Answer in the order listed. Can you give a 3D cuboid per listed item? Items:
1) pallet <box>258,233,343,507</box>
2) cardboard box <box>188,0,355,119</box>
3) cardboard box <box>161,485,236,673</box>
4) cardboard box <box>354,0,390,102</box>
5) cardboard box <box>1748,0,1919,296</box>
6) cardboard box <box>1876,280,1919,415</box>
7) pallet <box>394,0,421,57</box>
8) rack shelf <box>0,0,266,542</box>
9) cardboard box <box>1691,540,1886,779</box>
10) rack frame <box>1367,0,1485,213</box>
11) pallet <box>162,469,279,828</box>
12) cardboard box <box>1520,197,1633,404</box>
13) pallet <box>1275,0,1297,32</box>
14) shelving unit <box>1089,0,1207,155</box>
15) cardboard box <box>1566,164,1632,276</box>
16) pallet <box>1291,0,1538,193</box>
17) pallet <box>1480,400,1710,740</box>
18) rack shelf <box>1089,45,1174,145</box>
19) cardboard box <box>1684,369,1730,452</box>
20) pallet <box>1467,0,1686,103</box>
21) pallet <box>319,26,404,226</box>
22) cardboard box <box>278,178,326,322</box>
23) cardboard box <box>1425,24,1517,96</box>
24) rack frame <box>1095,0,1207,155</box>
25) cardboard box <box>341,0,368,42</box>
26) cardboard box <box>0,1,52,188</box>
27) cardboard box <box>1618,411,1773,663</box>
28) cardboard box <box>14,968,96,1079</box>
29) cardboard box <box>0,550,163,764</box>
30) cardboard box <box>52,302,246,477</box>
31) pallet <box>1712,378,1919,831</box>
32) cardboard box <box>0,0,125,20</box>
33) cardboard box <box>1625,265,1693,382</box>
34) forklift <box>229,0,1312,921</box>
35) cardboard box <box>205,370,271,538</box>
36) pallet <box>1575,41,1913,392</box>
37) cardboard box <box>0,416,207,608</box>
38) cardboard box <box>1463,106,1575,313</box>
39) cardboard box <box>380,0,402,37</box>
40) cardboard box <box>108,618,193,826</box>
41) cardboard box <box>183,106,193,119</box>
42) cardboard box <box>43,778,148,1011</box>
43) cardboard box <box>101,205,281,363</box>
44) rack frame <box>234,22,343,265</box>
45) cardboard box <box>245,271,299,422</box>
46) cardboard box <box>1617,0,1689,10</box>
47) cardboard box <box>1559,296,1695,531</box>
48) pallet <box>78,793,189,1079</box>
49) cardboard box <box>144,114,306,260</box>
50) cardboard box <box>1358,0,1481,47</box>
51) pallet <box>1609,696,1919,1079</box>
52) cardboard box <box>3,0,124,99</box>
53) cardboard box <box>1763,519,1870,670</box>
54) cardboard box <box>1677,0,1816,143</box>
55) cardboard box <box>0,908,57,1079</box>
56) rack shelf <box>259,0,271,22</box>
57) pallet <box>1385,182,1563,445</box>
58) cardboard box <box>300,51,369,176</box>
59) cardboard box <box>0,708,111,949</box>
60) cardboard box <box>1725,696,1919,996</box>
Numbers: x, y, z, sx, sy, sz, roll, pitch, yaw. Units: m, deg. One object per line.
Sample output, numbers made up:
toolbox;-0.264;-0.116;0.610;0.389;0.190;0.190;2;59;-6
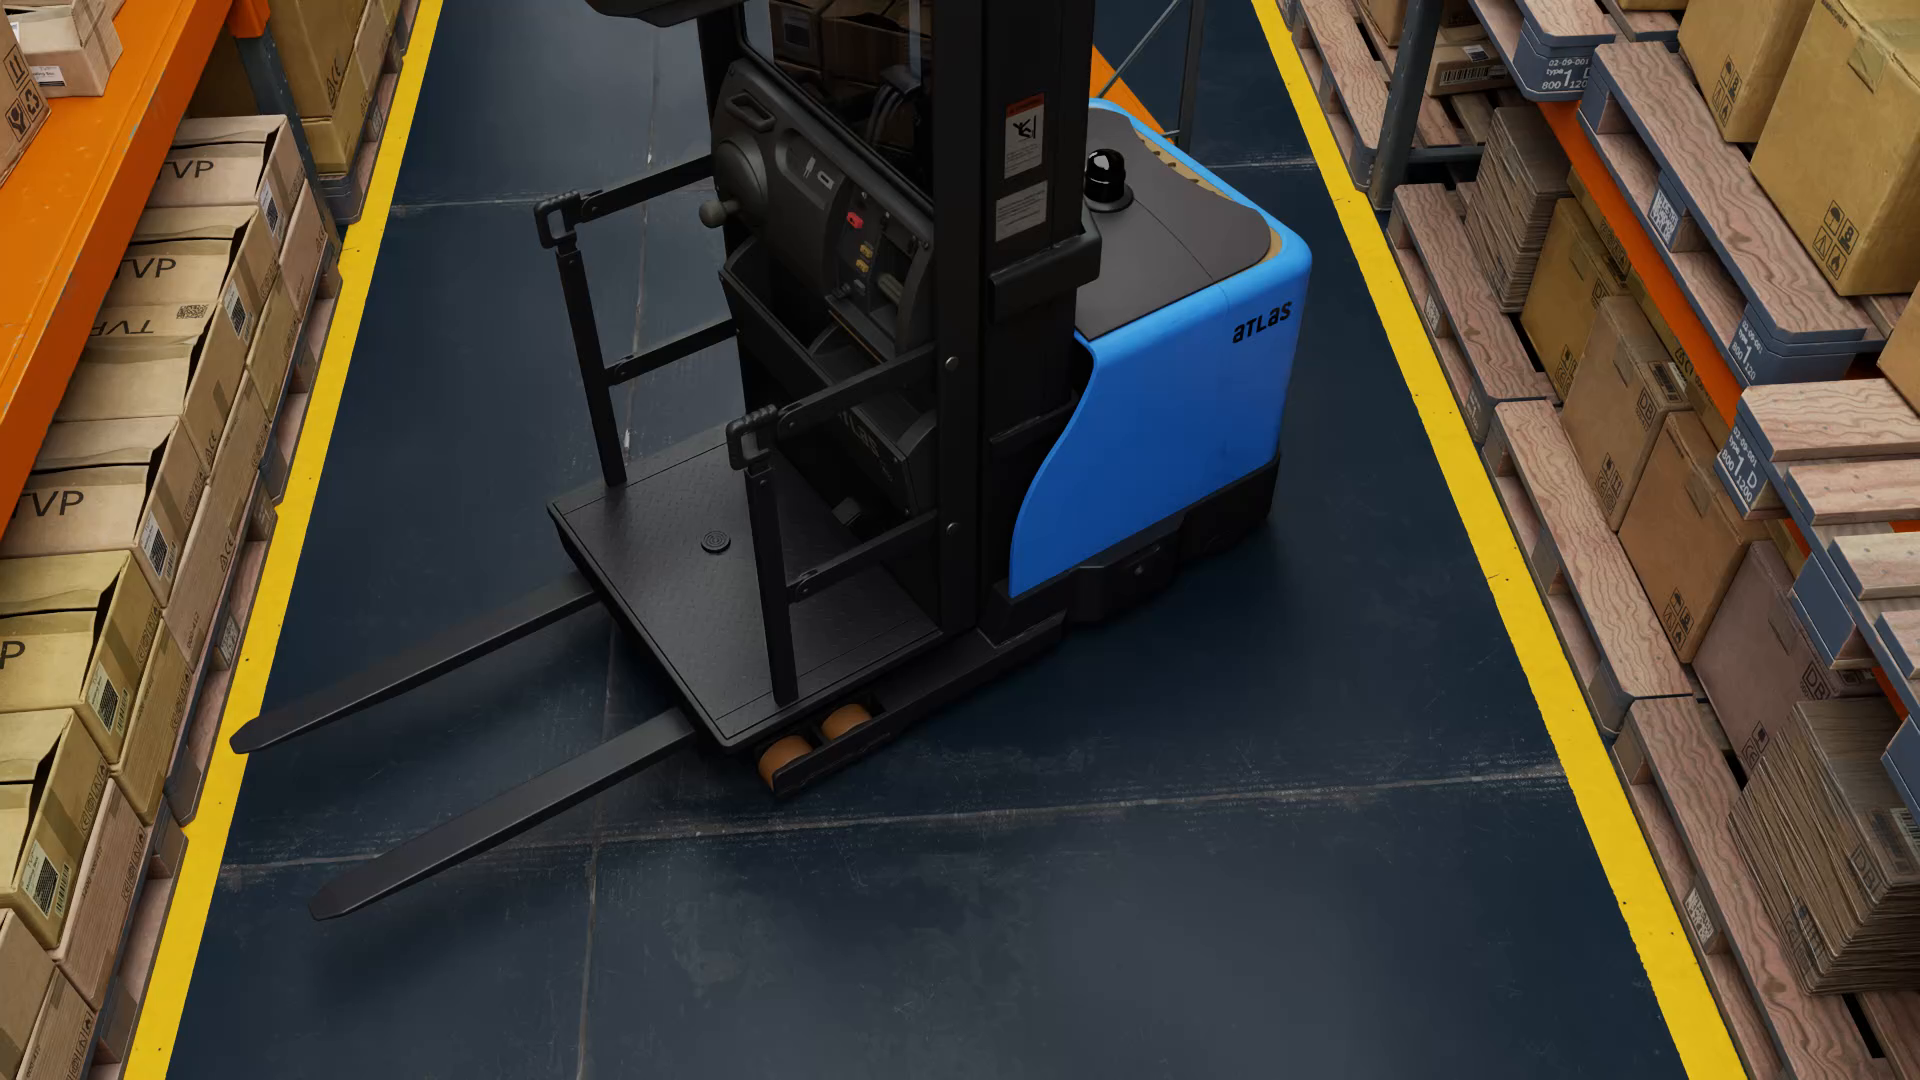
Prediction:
pallet;-2.733;-0.582;5.655;1.003;0.211;1.213;-3;47;-3
cardboard box;-2.561;-1.882;6.055;0.500;0.500;0.500;-3;47;-3
cardboard box;-2.385;0.117;4.678;0.500;0.250;0.500;-3;47;-2
cardboard box;-2.607;-1.986;6.670;0.500;0.250;0.500;-3;47;-3
cardboard box;2.261;-0.906;3.670;0.700;0.500;0.500;-3;47;-3
cardboard box;2.314;-0.409;3.199;0.700;0.500;0.500;-7;47;-7
pallet;-2.964;-2.575;7.543;1.003;0.211;1.213;-3;47;-3
rack shelf;-2.666;-0.377;4.036;1.077;0.370;4.000;-3;47;-3
cardboard box;2.397;0.330;4.290;0.700;0.500;0.500;-4;47;-3
rack frame;2.102;-2.375;5.433;1.000;3.000;0.127;-3;47;-3
pallet;-2.628;0.303;4.817;1.003;0.211;1.213;-3;47;-3
cardboard box;2.274;-0.764;5.327;0.700;0.500;0.500;-4;47;-4
pallet;1.905;-2.785;7.742;1.003;0.211;1.213;-3;47;-3
shelving unit;0.348;-1.625;5.756;0.587;1.500;1.083;-15;48;-14
cardboard box;2.221;-1.075;5.104;0.500;0.250;0.500;-4;47;-4
pallet;2.011;-1.900;6.904;1.003;0.211;1.213;-3;47;-3
pallet;2.274;0.032;5.074;1.003;0.211;1.213;-3;47;-3
rack shelf;0.345;-1.508;5.893;0.538;0.185;1.000;-15;48;-14
cardboard box;2.291;-0.336;4.405;0.500;0.250;0.500;-4;47;-3
pallet;2.021;-1.747;4.971;1.003;0.211;1.213;-3;47;-3
pallet;-2.859;-1.690;6.705;1.003;0.211;1.213;-3;47;-3
cardboard box;-2.510;-0.988;5.724;0.500;0.250;0.500;-4;47;-4
cardboard box;2.027;-1.937;6.667;0.380;0.166;0.250;-9;47;-8
rack frame;0.523;-1.286;5.435;0.500;1.500;0.032;-15;48;-14
cardboard box;-2.610;-2.244;6.397;0.500;0.500;0.500;-3;47;-3
cardboard box;-2.742;-1.168;4.221;0.500;0.500;0.500;0;47;0
cardboard box;2.328;-0.028;4.629;0.700;0.500;0.500;-4;47;-4
cardboard box;-2.250;1.227;3.626;0.500;0.250;0.500;-4;47;-3
cardboard box;-2.343;0.286;4.132;0.500;0.311;0.500;-5;47;-4
cardboard box;-2.425;-0.450;4.829;0.500;0.311;0.500;-4;47;-3
pallet;2.271;0.076;3.244;1.213;0.211;1.003;-3;47;-3
cardboard box;-2.749;-1.666;4.865;0.500;0.250;0.500;-1;47;-1
cardboard box;2.268;-0.698;4.748;0.500;0.250;0.500;-5;47;-4
forklift;-0.519;-0.748;3.940;3.031;2.935;1.130;-27;52;-23
cardboard box;-2.426;-0.251;5.027;0.500;0.250;0.500;-3;47;-2
pallet;2.230;-0.845;4.116;1.003;0.211;1.213;-3;47;-3
cardboard box;-2.387;-0.086;4.484;0.500;0.311;0.500;-4;47;-4
cardboard box;2.180;-1.135;5.678;0.700;0.500;0.500;-2;47;-2
cardboard box;-2.644;-2.348;7.012;0.500;0.250;0.500;-3;47;-3
cardboard box;-2.343;0.488;4.327;0.500;0.250;0.500;-5;47;-4
cardboard box;-3.090;-1.592;6.297;0.500;0.250;0.500;-3;47;-3
cardboard box;-2.293;0.864;3.971;0.500;0.250;0.500;-5;47;-4
cardboard box;-2.464;-0.811;5.171;0.500;0.311;0.500;-2;47;-2
rack frame;-2.834;-2.071;5.146;1.000;3.000;0.127;-3;47;-3
cardboard box;-2.470;-0.622;5.377;0.500;0.250;0.500;-4;47;-4
cardboard box;2.150;-1.786;4.503;0.700;0.500;0.500;1;47;1
cardboard box;2.276;-0.393;4.975;0.700;0.500;0.500;-3;47;-3
pallet;-2.529;1.184;3.983;1.003;0.211;1.213;-3;47;-3
cardboard box;-2.514;-1.187;5.527;0.500;0.311;0.500;-3;47;-3
cardboard box;1.975;-2.415;6.890;0.500;0.500;0.500;-7;47;-6
pallet;2.373;0.913;4.240;1.003;0.211;1.213;-3;47;-3
cardboard box;-2.577;-1.400;4.602;0.396;0.266;0.258;-5;47;-4
cardboard box;2.339;0.036;4.053;0.500;0.250;0.500;-3;47;-3
cardboard box;2.237;-1.311;4.054;0.700;0.500;0.500;2;47;2
cardboard box;-2.250;1.034;3.423;0.500;0.311;0.500;-2;47;-2
rack shelf;-3.001;-3.271;6.777;1.077;0.370;4.000;-3;47;-3
pallet;2.169;-0.853;5.912;1.003;0.211;1.213;-3;47;-3
cardboard box;-2.571;-1.624;6.327;0.500;0.250;0.500;-3;47;-3
cardboard box;-2.303;0.655;3.782;0.500;0.311;0.500;-5;47;-4
cardboard box;2.325;0.710;3.931;0.700;0.500;0.500;-3;47;-3
